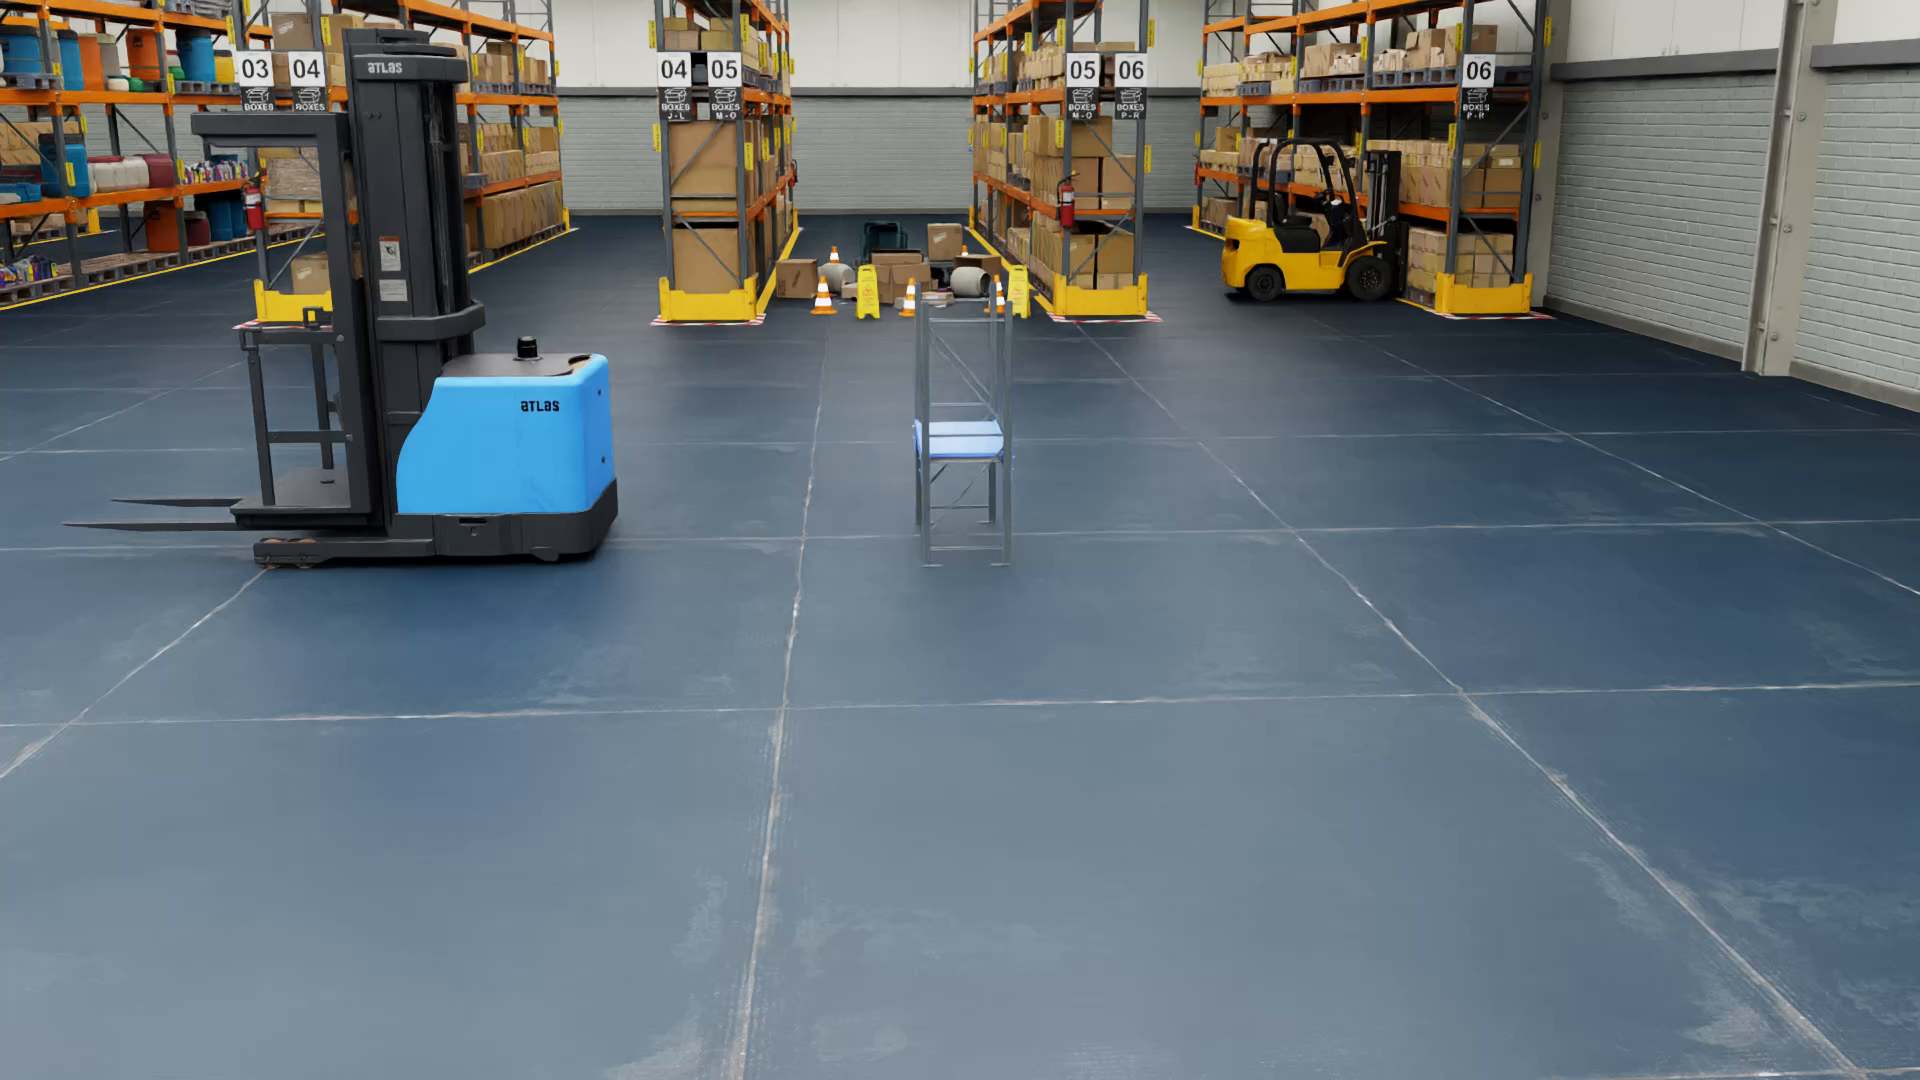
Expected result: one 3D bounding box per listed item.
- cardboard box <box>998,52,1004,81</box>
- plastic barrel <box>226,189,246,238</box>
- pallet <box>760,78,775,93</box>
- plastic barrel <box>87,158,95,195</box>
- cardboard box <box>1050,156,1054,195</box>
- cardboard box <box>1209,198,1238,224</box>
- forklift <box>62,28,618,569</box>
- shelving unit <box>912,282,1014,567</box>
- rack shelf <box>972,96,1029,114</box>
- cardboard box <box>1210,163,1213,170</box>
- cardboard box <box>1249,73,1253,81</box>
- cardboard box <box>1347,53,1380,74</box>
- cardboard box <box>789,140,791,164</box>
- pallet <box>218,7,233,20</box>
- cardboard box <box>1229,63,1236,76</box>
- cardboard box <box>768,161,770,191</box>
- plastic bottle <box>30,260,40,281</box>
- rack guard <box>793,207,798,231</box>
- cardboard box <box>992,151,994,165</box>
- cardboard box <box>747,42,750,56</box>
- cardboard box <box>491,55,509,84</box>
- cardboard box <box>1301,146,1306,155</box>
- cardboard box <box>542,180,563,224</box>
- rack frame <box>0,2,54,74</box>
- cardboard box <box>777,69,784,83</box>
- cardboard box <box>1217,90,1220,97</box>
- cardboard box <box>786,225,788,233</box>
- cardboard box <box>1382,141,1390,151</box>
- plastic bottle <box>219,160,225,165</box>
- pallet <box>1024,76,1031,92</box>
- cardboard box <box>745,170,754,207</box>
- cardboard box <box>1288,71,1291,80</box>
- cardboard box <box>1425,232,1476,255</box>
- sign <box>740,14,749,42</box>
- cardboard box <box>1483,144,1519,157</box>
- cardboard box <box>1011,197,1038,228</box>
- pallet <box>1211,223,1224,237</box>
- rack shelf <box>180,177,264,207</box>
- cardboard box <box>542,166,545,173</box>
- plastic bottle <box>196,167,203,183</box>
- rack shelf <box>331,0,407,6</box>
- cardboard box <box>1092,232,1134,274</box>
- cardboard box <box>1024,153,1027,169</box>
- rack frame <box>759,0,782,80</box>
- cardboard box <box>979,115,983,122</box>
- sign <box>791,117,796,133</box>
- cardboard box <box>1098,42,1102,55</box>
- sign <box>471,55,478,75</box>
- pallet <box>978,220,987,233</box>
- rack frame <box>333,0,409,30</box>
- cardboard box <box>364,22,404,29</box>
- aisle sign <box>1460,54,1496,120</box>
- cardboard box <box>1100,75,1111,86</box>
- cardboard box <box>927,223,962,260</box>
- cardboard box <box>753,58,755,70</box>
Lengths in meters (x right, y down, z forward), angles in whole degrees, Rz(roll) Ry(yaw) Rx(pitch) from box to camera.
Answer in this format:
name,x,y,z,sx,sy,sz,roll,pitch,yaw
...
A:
name,x,y,z,sx,sy,sz,roll,pitch,yaw
cardboard box,1.047,-8.271,29.088,0.700,0.500,0.500,-2,15,-6
plastic barrel,-13.768,-6.140,31.238,0.600,0.901,0.708,-1,14,-3
pallet,-3.471,-7.145,26.136,1.003,0.211,1.213,0,14,-1
plastic barrel,-13.129,-5.406,24.744,0.433,0.535,0.433,0,14,0
cardboard box,1.458,-4.781,21.791,0.500,0.500,0.500,-1,14,-3
cardboard box,5.714,-7.016,35.449,0.700,0.500,0.500,0,14,-1
forklift,-3.629,-1.391,9.549,3.031,2.935,1.130,0,14,-2
shelving unit,0.005,-0.705,9.757,0.538,1.500,1.048,-1,14,-3
rack shelf,0.926,-8.919,34.097,1.077,0.370,4.000,-1,14,-3
cardboard box,5.570,-7.991,35.570,0.380,0.149,0.250,0,14,-2
cardboard box,5.651,-8.707,31.288,0.380,0.149,0.250,-1,14,-3
cardboard box,6.212,-7.243,25.274,0.500,0.311,0.500,-1,14,-5
cardboard box,-3.780,-8.042,34.463,0.500,0.500,0.500,-1,14,-3
pallet,-13.703,-9.503,30.084,1.003,0.211,1.213,-1,14,-3
cardboard box,5.692,-9.409,33.258,0.500,0.250,0.500,-1,14,-4
cardboard box,-3.213,-5.660,25.804,0.500,0.500,0.500,-1,14,-4
plastic bottle,-12.898,-3.753,23.161,0.061,0.283,0.133,0,14,0
rack guard,-4.127,-6.981,36.157,1.175,0.500,0.348,-1,14,-3
cardboard box,0.861,-7.118,30.970,0.500,0.250,0.500,-1,14,-3
cardboard box,-2.979,-6.383,21.457,0.500,0.250,0.500,-1,14,-4
cardboard box,-8.795,-8.725,30.854,0.700,0.500,0.500,-1,14,-2
cardboard box,5.995,-6.613,28.206,0.380,0.149,0.250,-1,14,-2
cardboard box,-8.969,-7.176,35.318,0.875,0.875,0.875,-1,14,-3
rack frame,-13.289,-8.004,23.075,1.000,3.000,0.127,-1,14,-3
cardboard box,-3.675,-8.962,32.115,0.500,0.250,0.500,0,14,-2
cardboard box,5.542,-9.255,34.463,0.380,0.149,0.250,-1,14,-3
cardboard box,-3.586,-6.134,32.727,0.380,0.149,0.250,-2,15,-6
cardboard box,6.268,-5.636,23.812,0.380,0.149,0.250,-1,14,-2
plastic bottle,-13.533,-6.793,30.506,0.144,0.351,0.185,-1,14,-3
pallet,1.614,-6.845,24.968,1.213,0.211,1.003,-1,14,-3
cardboard box,-3.174,-4.674,21.870,0.875,0.550,0.550,-1,14,-3
cardboard box,6.002,-8.189,29.313,0.380,0.149,0.250,-1,14,-2
cardboard box,6.408,-3.877,21.742,0.500,0.250,0.500,0,14,-2
sign,-2.586,-6.153,19.989,0.100,0.325,0.005,-1,14,-3
cardboard box,6.940,-5.004,21.357,0.380,0.149,0.250,-1,14,-5
cardboard box,1.338,-5.670,29.466,0.875,0.875,0.875,-1,14,-4
pallet,5.884,-6.520,34.942,1.003,0.211,1.213,-1,14,-3
rack shelf,-13.660,-6.242,29.712,1.077,0.370,4.000,-1,14,-3
cardboard box,-8.625,-7.509,33.697,0.380,0.149,0.250,-1,14,-5
plastic bottle,-13.246,-6.356,28.944,0.061,0.283,0.133,-1,14,-3
rack shelf,-8.221,-7.233,21.530,1.077,0.370,4.000,-1,14,-3
cardboard box,2.017,-3.779,21.865,0.500,0.500,0.500,-1,14,-5
cardboard box,1.256,-5.959,25.525,0.500,0.500,0.500,-1,14,-3
rack frame,-3.884,-10.122,31.305,1.000,3.000,0.127,-1,14,-3
cardboard box,0.602,-8.680,34.235,0.380,0.149,0.250,-1,14,-5
sign,-3.577,-8.928,35.750,0.100,0.325,0.005,-1,14,-3
cardboard box,1.944,-6.204,21.005,0.380,0.149,0.250,-1,14,-4
sign,-8.051,-7.881,27.579,0.100,0.325,0.005,-1,14,-3
pallet,0.930,-6.764,35.893,1.003,0.211,1.213,-1,14,-3
rack frame,-8.345,-8.080,23.373,1.000,3.000,0.127,-1,14,-3
cardboard box,-8.063,-6.954,23.215,0.500,0.500,0.500,-1,14,-5
aisle sign,6.458,-5.649,20.745,0.394,0.787,0.004,-1,14,-3
cardboard box,1.991,-5.816,21.095,0.380,0.149,0.250,-1,14,-5
cardboard box,-0.229,-4.449,24.796,0.500,0.500,0.500,-1,14,-3
cardboard box,-2.984,-6.471,22.598,0.380,0.149,0.250,-1,14,-3
